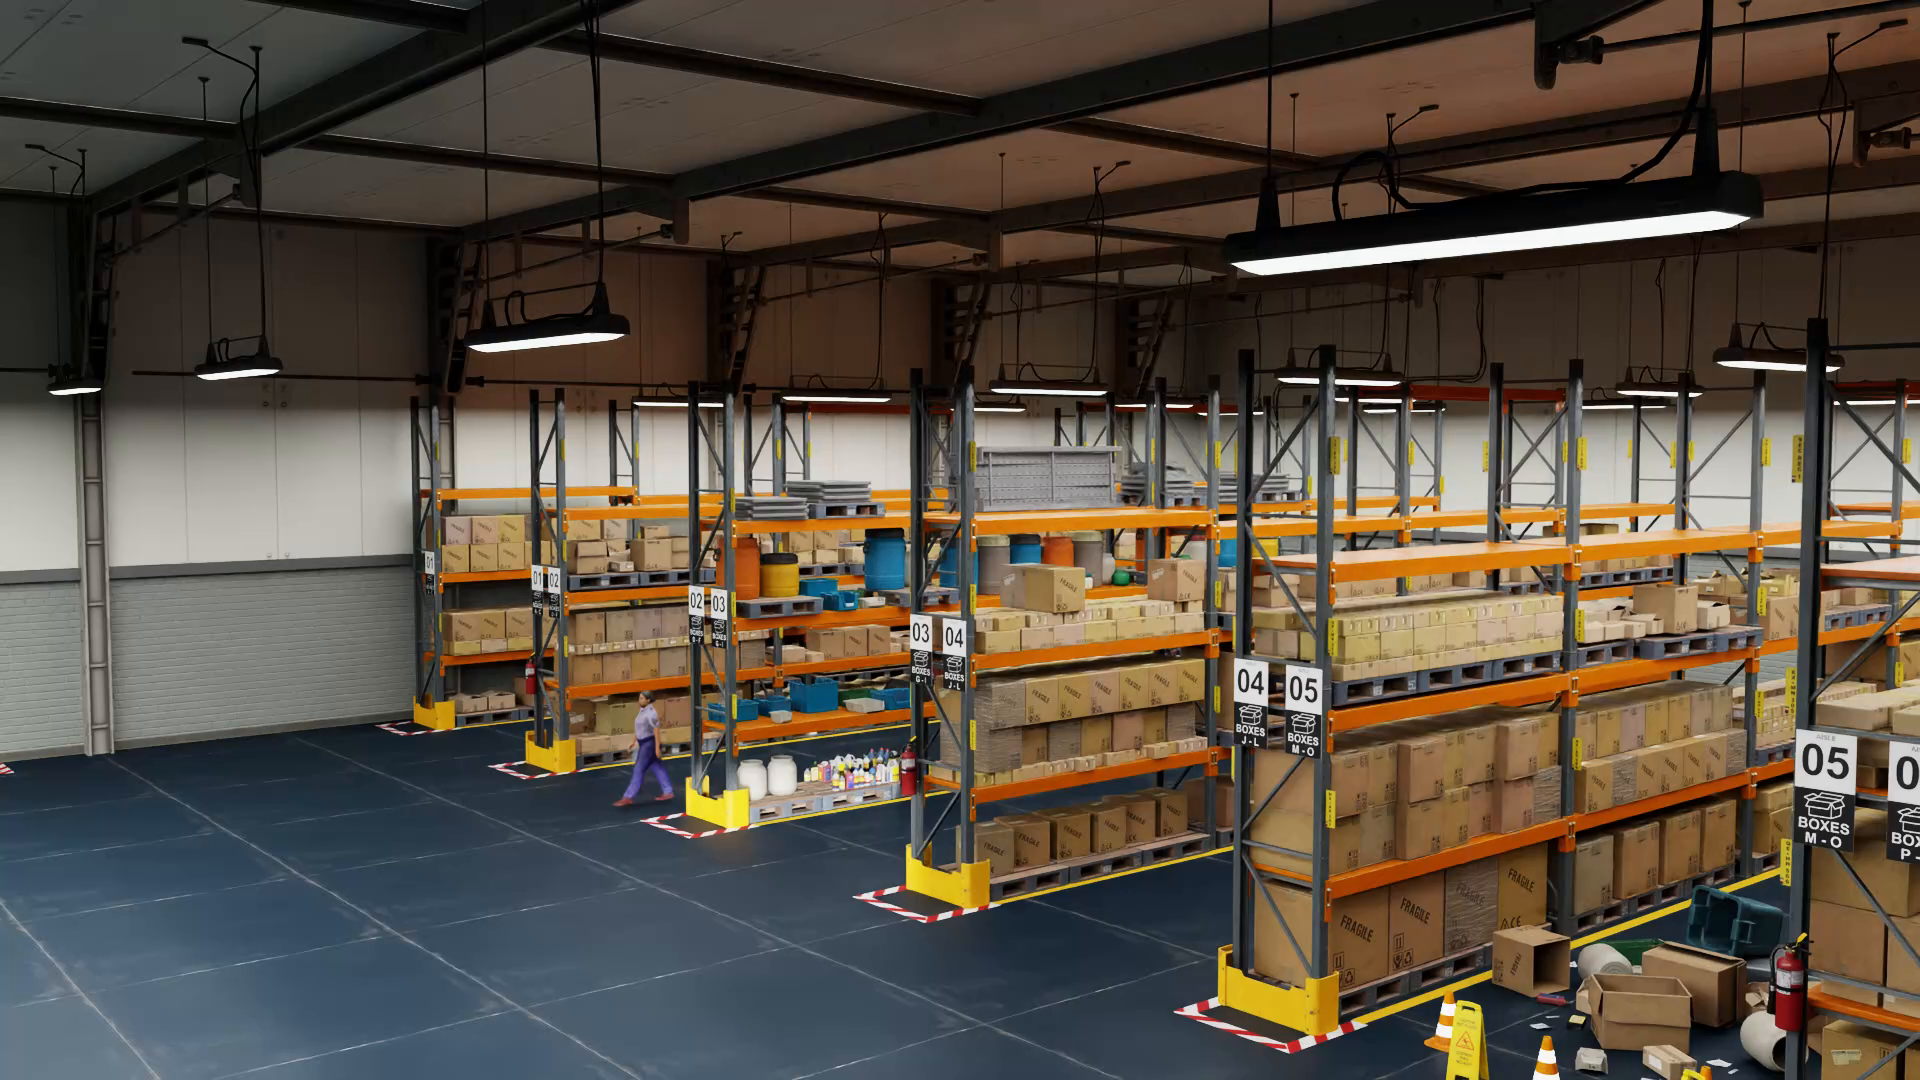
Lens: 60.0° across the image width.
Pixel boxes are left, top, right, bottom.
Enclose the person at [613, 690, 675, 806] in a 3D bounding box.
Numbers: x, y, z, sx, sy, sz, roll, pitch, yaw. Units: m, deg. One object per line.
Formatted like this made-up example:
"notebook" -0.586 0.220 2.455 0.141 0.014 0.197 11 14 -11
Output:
"person" -4.516 2.948 23.676 0.916 1.589 0.538 -1 4 -19
